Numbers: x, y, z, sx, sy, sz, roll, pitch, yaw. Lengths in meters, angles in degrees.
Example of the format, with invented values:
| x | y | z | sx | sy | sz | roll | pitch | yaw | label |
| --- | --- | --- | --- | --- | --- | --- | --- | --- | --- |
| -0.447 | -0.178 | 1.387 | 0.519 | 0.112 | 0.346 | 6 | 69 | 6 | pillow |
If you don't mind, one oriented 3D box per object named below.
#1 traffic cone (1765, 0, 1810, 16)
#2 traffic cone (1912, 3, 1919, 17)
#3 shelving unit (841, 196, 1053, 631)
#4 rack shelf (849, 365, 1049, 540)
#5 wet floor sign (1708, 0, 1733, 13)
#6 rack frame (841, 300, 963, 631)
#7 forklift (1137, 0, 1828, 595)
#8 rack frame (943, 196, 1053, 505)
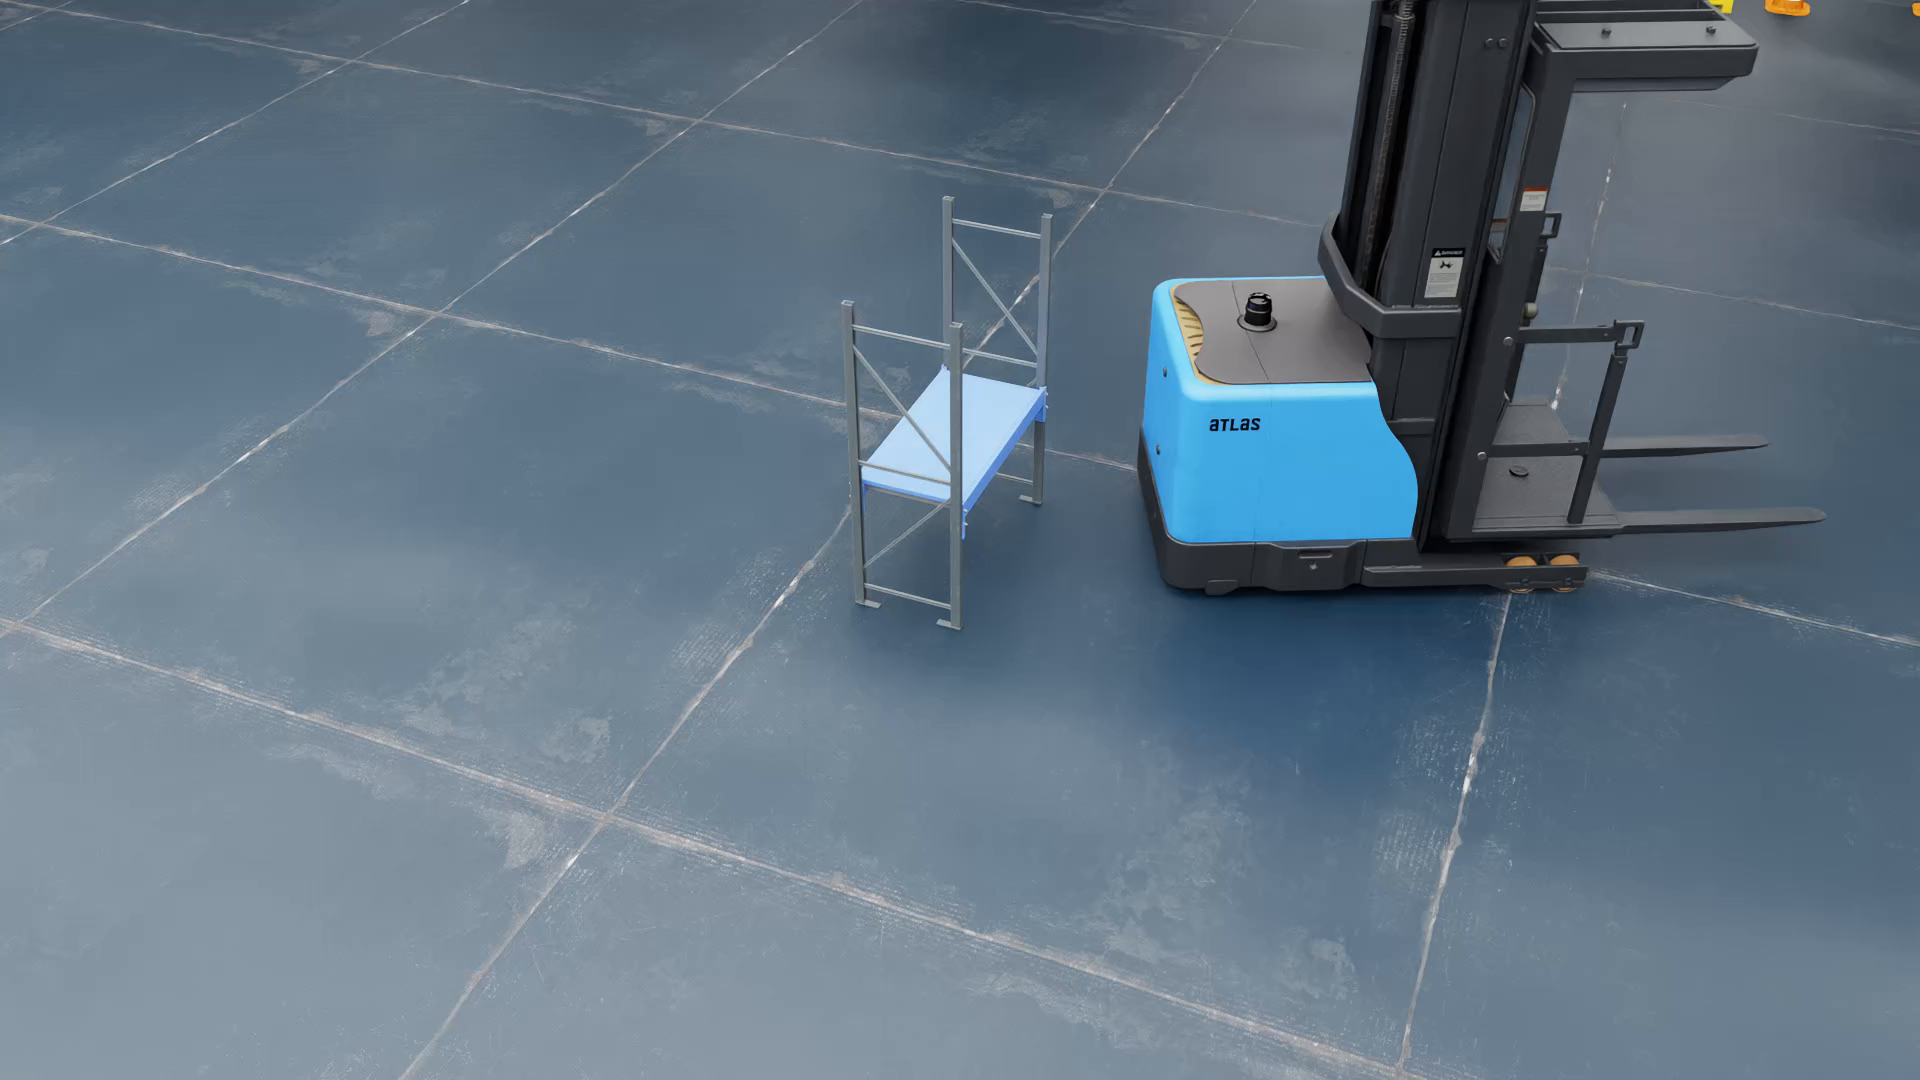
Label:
| x | y | z | sx | sy | sz | roll | pitch | yaw | label |
| --- | --- | --- | --- | --- | --- | --- | --- | --- | --- |
| 6.737 | -4.518 | 13.408 | 0.336 | 0.463 | 0.334 | 14 | 39 | 18 | traffic cone |
| 7.893 | -4.454 | 13.322 | 0.336 | 0.463 | 0.334 | 14 | 39 | 18 | traffic cone |
| -0.032 | -0.553 | 7.238 | 0.538 | 1.500 | 1.048 | 14 | 39 | 18 | shelving unit |
| -0.032 | -0.409 | 7.345 | 0.538 | 0.185 | 1.000 | 14 | 39 | 18 | rack shelf |
| 6.127 | -4.599 | 13.364 | 0.267 | 0.644 | 0.232 | 7 | 37 | 10 | wet floor sign |
| -0.226 | -0.272 | 6.861 | 0.500 | 1.500 | 0.032 | 14 | 39 | 18 | rack frame |
| 2.394 | -1.252 | 6.977 | 3.031 | 2.935 | 1.130 | -2 | 37 | -2 | forklift |
| 0.161 | -0.835 | 7.614 | 0.500 | 1.500 | 0.032 | 14 | 39 | 18 | rack frame |
